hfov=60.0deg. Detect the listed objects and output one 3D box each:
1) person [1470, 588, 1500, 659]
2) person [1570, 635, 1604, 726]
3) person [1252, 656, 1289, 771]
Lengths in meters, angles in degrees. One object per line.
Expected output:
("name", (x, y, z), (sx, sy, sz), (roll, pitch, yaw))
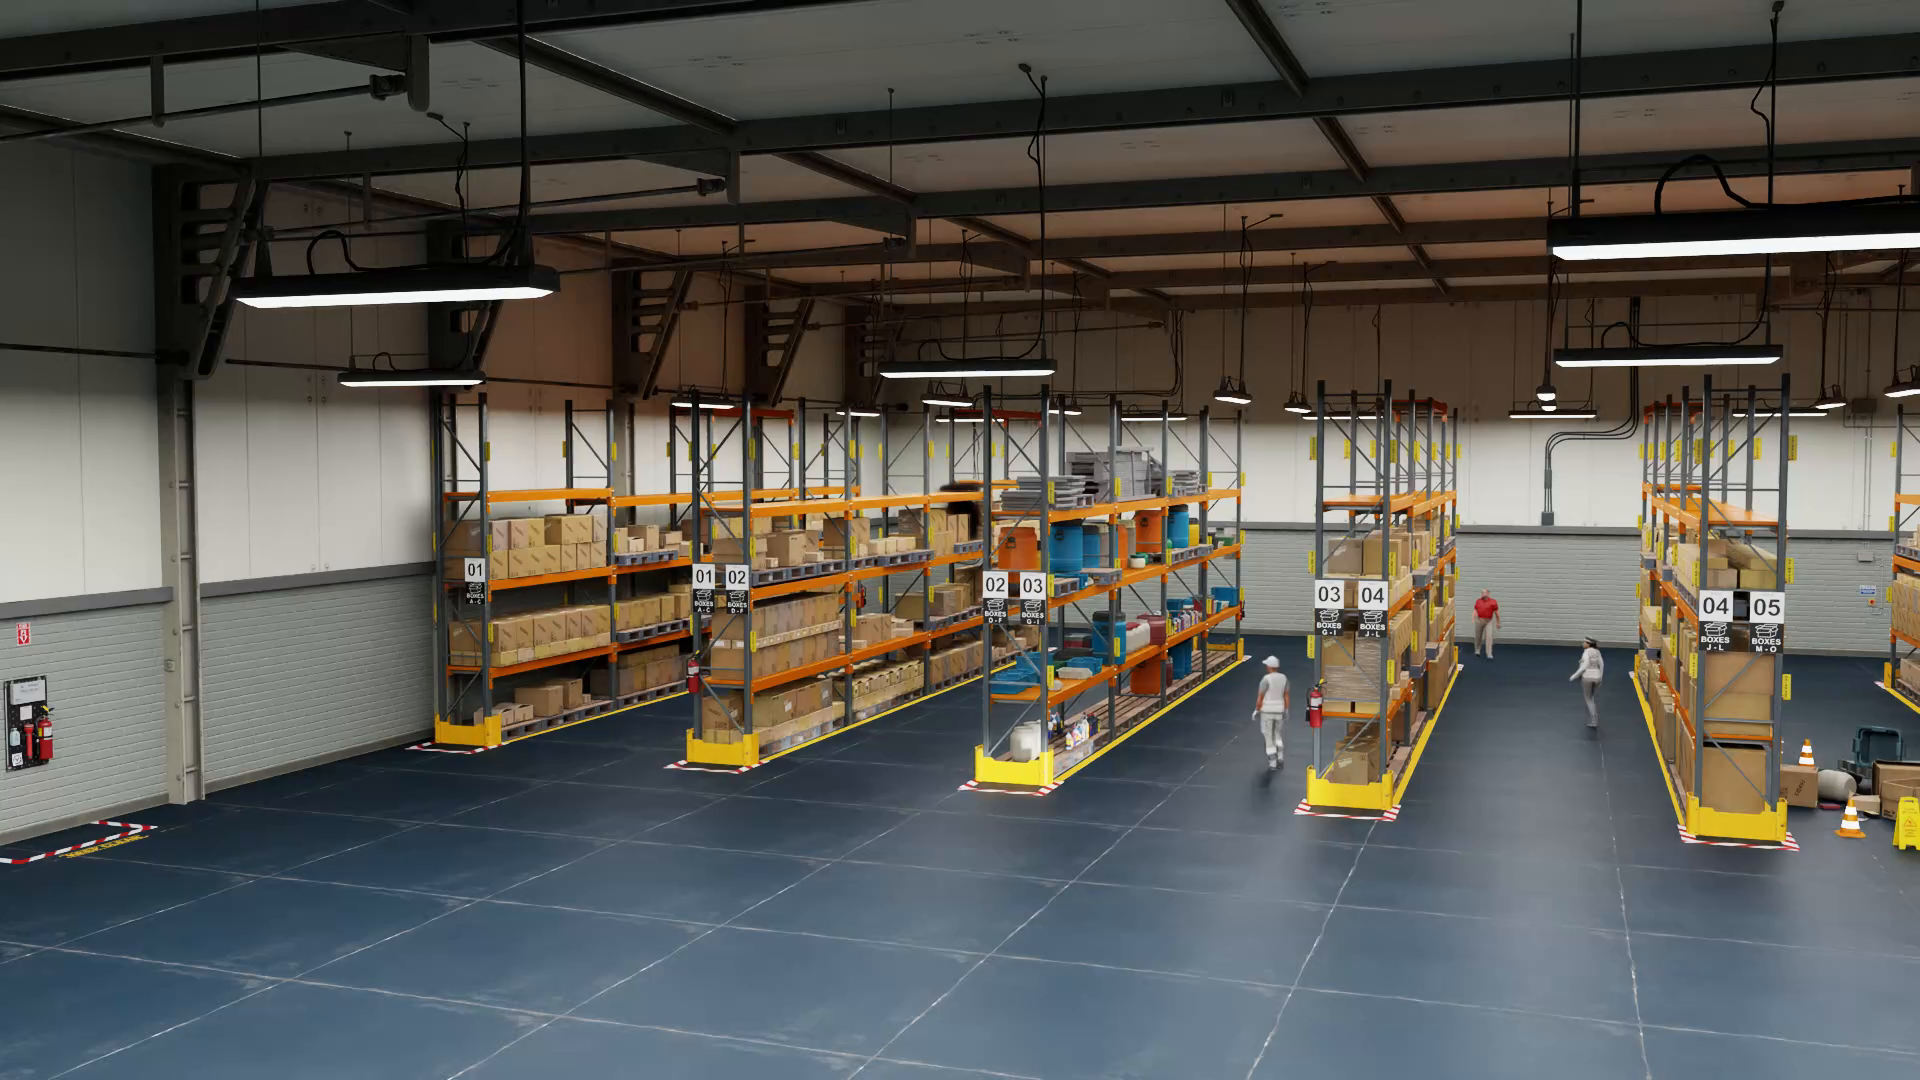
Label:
("person", (12.747, 2.008, 40.351), (0.711, 1.674, 1.033), (1, 3, 12))
("person", (11.511, 2.588, 30.362), (0.583, 1.734, 0.513), (-1, 3, -14))
("person", (4.878, 2.724, 26.074), (0.574, 1.829, 0.468), (-1, 3, -16))
